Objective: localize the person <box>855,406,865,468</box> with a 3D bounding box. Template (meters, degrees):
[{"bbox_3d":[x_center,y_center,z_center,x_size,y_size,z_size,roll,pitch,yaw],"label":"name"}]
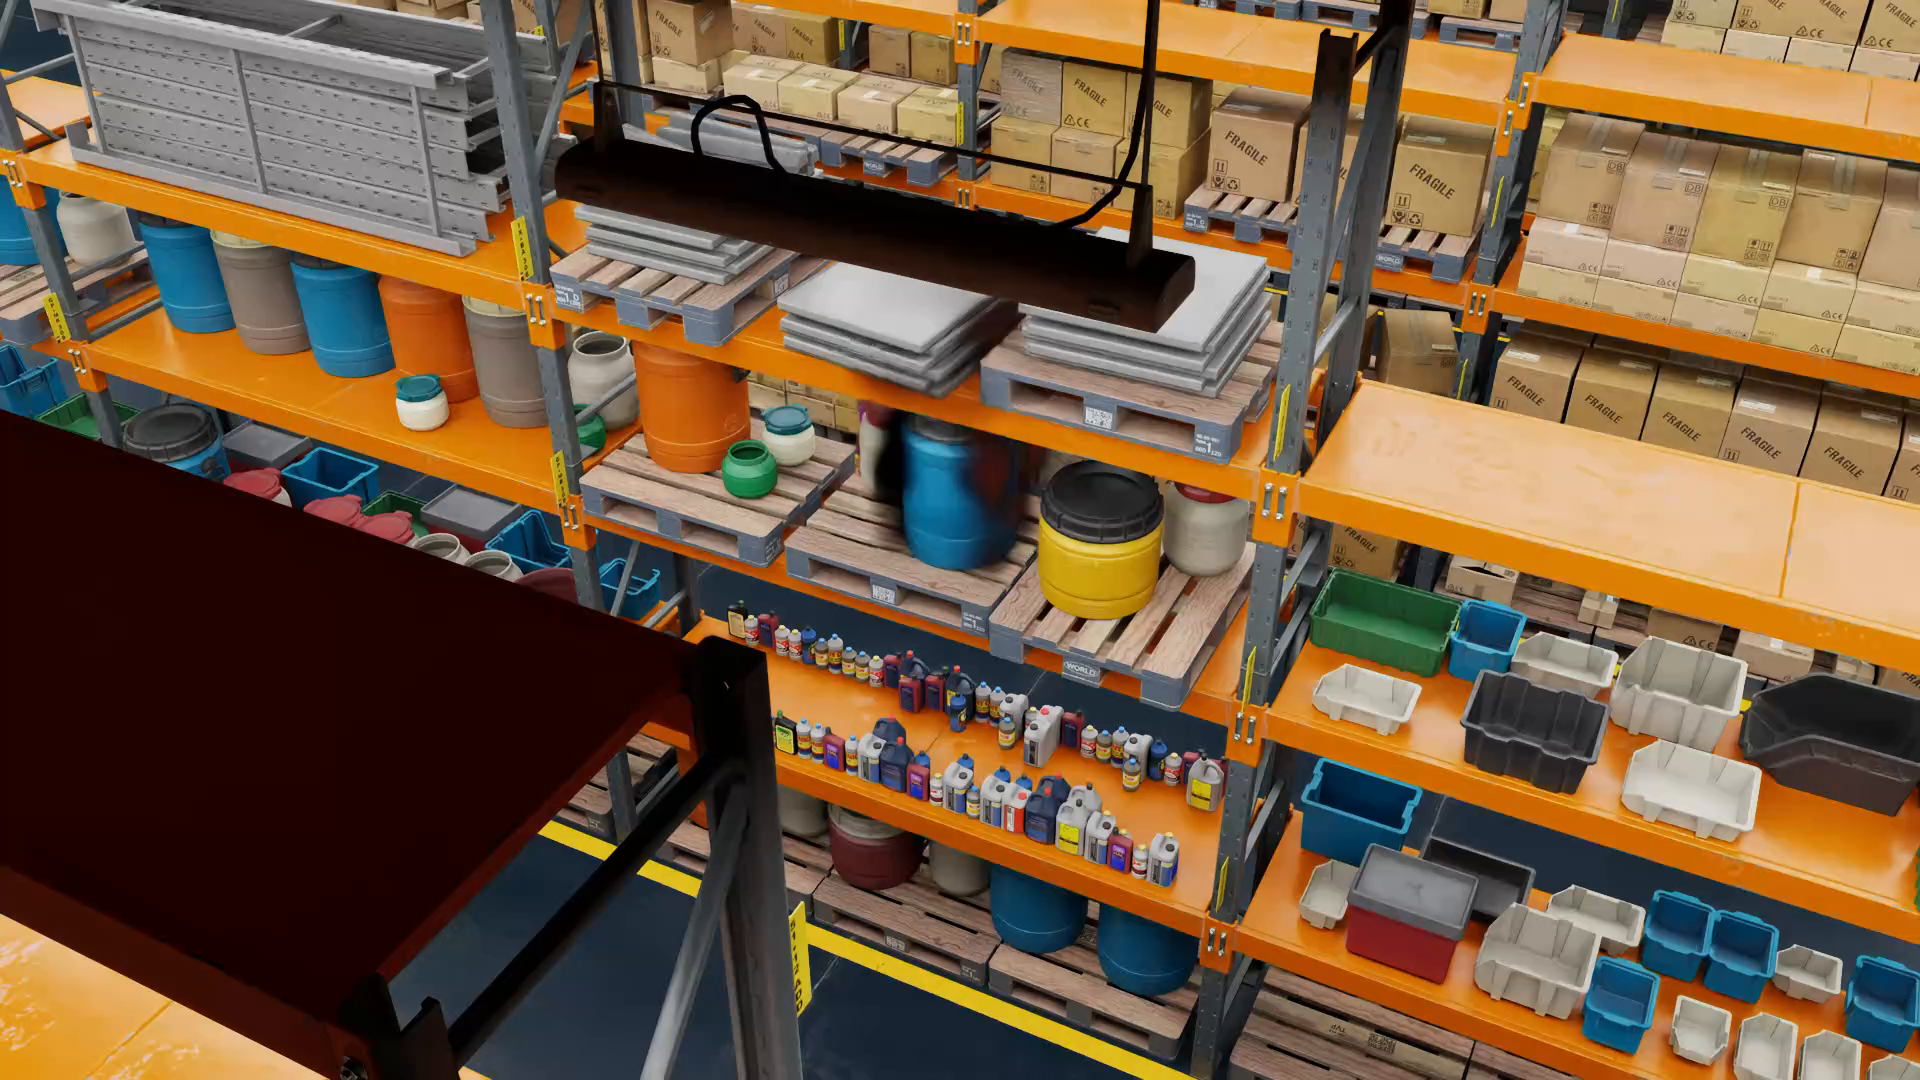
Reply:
[{"bbox_3d":[-0.544,-0.517,12.613,0.643,1.813,0.504,29,44,35],"label":"person"}]
